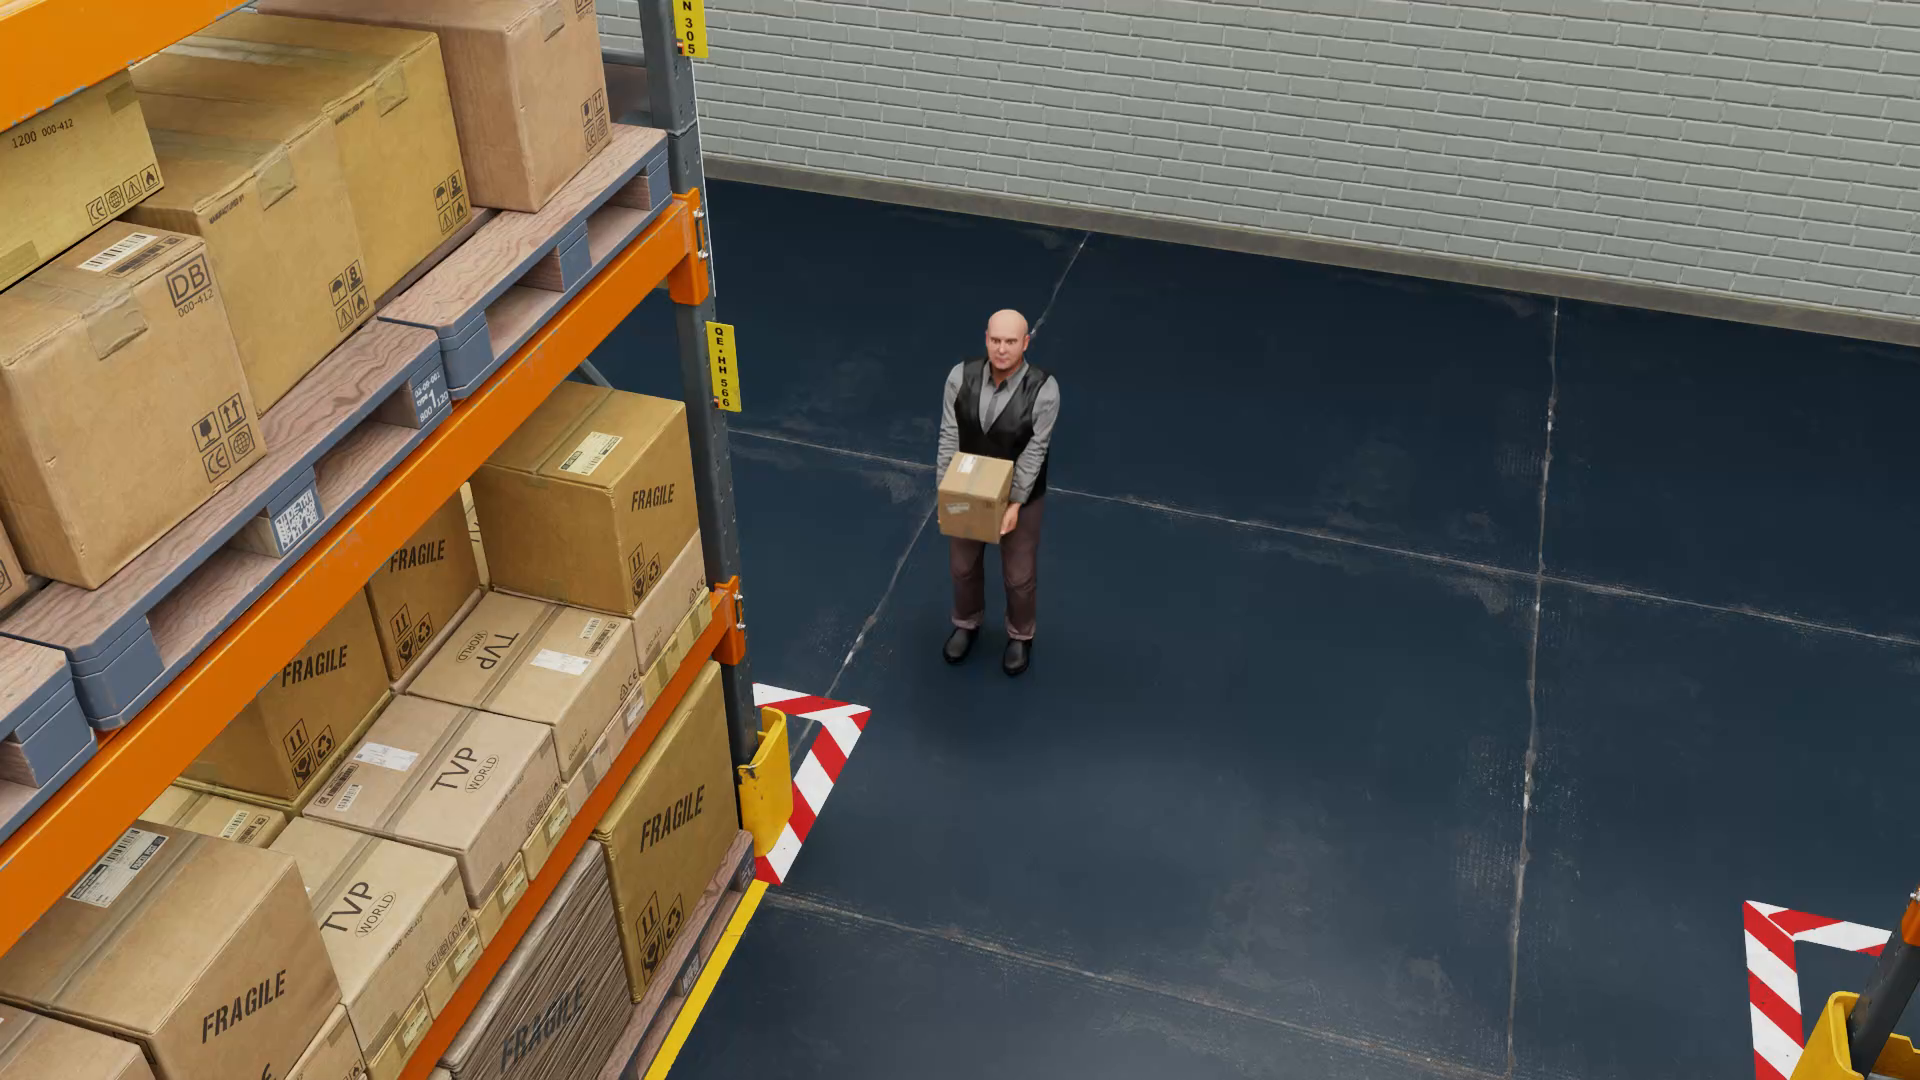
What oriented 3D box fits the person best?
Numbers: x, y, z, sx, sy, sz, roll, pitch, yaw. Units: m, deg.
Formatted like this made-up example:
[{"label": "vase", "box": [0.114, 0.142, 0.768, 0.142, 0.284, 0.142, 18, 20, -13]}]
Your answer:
[{"label": "person", "box": [0.140, -0.148, 7.116, 0.496, 1.714, 0.550, 11, 38, 14]}]
